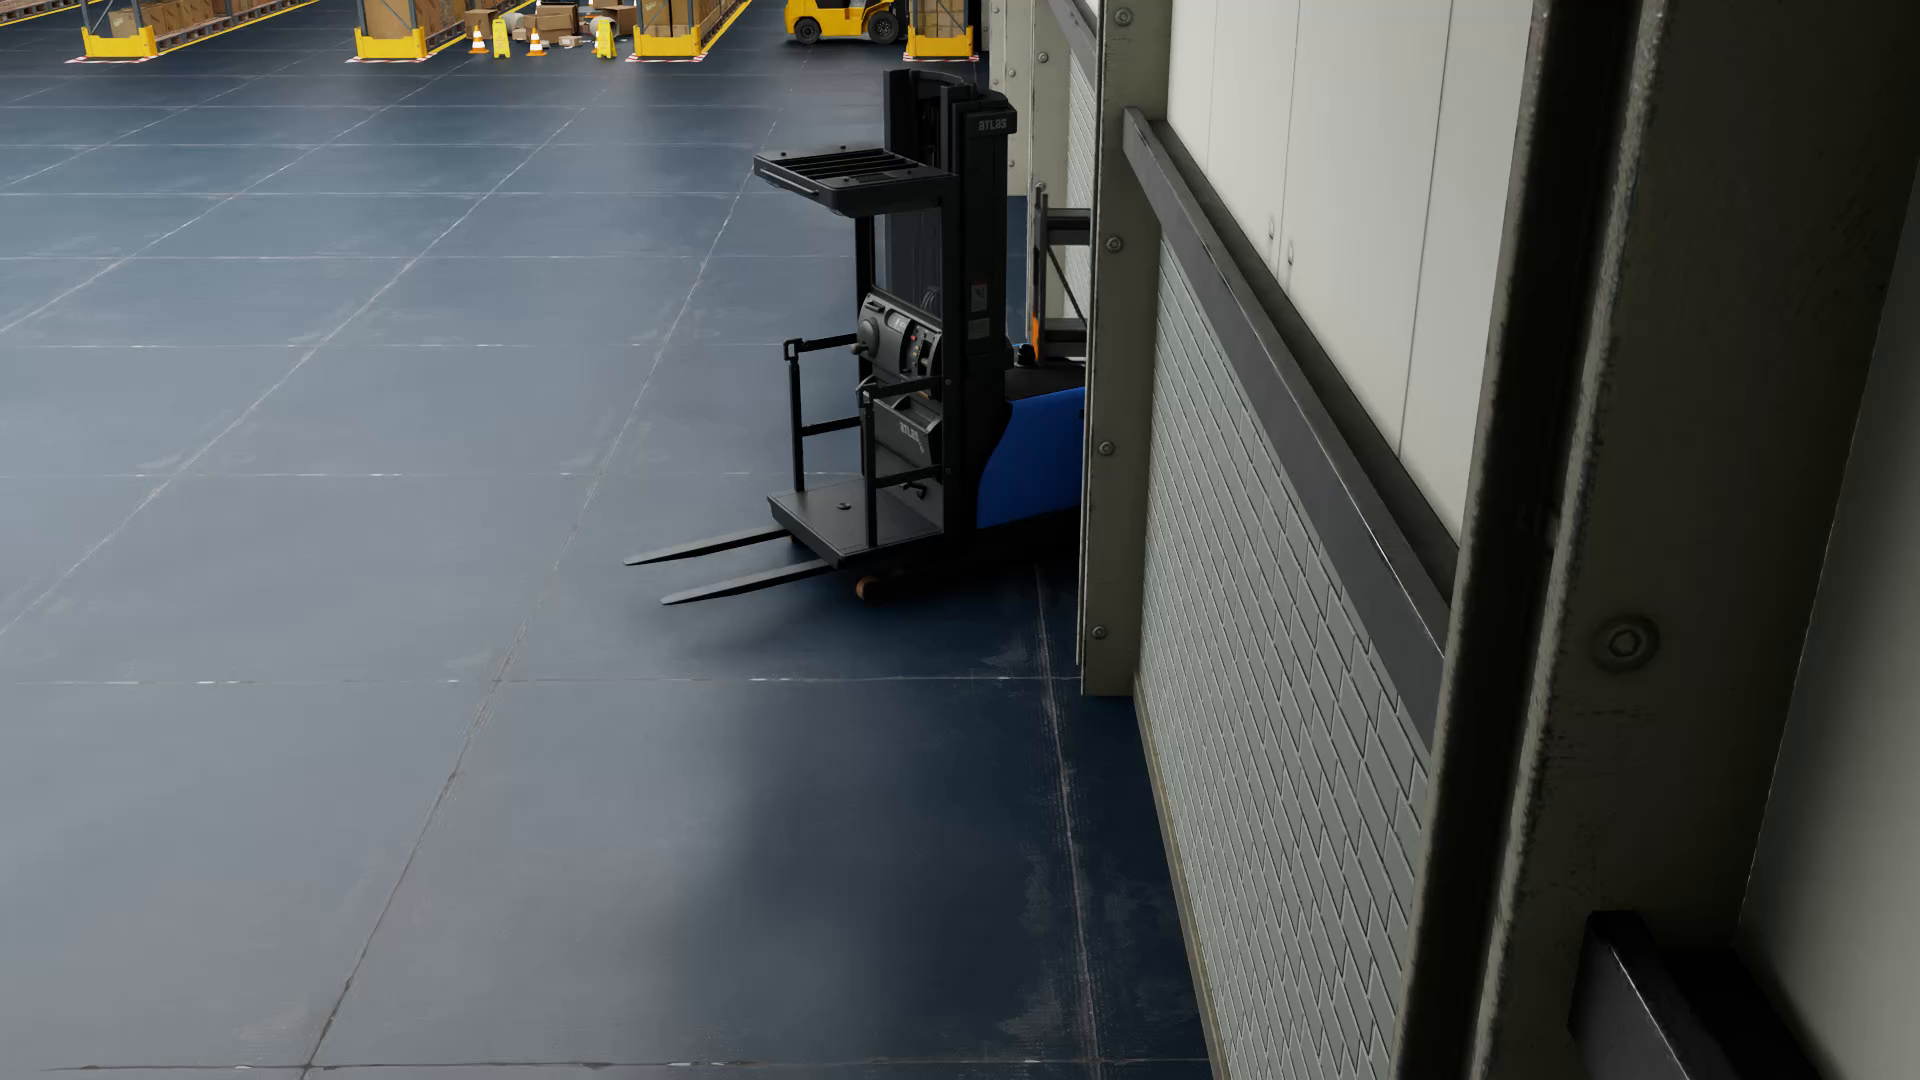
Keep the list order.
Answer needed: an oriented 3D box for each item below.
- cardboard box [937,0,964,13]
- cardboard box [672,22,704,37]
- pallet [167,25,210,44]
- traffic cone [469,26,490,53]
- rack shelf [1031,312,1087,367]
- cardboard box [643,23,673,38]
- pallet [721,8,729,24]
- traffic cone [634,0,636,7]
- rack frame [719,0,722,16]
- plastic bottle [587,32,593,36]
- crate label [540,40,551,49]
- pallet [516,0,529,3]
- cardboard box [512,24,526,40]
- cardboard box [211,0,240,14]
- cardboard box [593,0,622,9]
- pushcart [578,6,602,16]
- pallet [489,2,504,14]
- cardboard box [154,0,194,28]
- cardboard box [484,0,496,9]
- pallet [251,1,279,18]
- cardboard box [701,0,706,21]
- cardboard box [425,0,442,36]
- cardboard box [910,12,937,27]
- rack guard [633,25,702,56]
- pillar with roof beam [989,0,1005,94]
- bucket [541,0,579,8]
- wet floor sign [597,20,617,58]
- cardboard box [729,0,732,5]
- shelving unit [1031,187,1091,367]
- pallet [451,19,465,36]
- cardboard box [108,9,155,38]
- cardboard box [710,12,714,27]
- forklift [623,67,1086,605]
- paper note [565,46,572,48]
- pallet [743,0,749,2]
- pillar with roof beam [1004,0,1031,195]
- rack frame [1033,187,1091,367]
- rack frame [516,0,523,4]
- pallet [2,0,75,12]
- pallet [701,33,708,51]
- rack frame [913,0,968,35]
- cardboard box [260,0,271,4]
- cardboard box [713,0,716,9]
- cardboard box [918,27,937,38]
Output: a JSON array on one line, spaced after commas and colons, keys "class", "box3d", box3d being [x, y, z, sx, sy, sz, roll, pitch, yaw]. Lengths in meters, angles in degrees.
[{"class": "cardboard box", "box3d": [-0.167, -9.807, 30.407, 0.500, 0.250, 0.500, -1, 24, -1]}, {"class": "cardboard box", "box3d": [-5.046, -9.462, 30.859, 0.500, 0.250, 0.500, 0, 24, -1]}, {"class": "pallet", "box3d": [-15.208, -9.743, 32.036, 1.003, 0.211, 1.213, 0, 24, -1]}, {"class": "traffic cone", "box3d": [-8.849, -9.196, 30.520, 0.336, 0.463, 0.334, 0, 24, -1]}, {"class": "rack shelf", "box3d": [0.686, -1.173, 10.727, 0.431, 0.518, 0.480, 0, 17, -2]}, {"class": "cardboard box", "box3d": [-5.592, -9.470, 30.877, 0.500, 0.250, 0.500, 0, 24, -1]}, {"class": "pallet", "box3d": [-5.368, -10.889, 34.569, 1.003, 0.211, 1.213, 0, 24, -1]}, {"class": "traffic cone", "box3d": [-6.771, -11.187, 34.924, 0.336, 0.463, 0.334, 0, 24, -1]}, {"class": "rack frame", "box3d": [-5.358, -11.838, 33.285, 1.000, 3.000, 0.127, 0, 24, -1]}, {"class": "plastic bottle", "box3d": [-7.219, -9.959, 32.696, 0.133, 0.061, 0.283, 4, 25, 9]}, {"class": "crate label", "box3d": [-7.786, -9.236, 31.005, 0.250, 0.136, 0.298, -14, 28, -28]}, {"class": "pallet", "box3d": [-10.357, -12.474, 38.075, 1.003, 0.211, 1.213, 0, 24, -1]}, {"class": "cardboard box", "box3d": [-8.446, -9.829, 32.160, 0.396, 0.266, 0.258, 4, 25, 9]}, {"class": "cardboard box", "box3d": [-15.252, -11.109, 34.171, 0.700, 0.500, 0.500, -2, 24, -5]}, {"class": "cardboard box", "box3d": [-7.137, -11.024, 33.599, 0.500, 0.500, 0.500, 0, 24, -1]}, {"class": "pushcart", "box3d": [-7.637, -10.613, 33.757, 1.648, 0.377, 0.936, -9, 26, -19]}, {"class": "pallet", "box3d": [-10.406, -11.326, 35.535, 1.003, 0.211, 1.213, 0, 24, -1]}, {"class": "cardboard box", "box3d": [-15.204, -10.190, 32.164, 0.500, 0.500, 0.500, -2, 24, -5]}, {"class": "cardboard box", "box3d": [-10.410, -11.594, 34.965, 1.050, 0.750, 0.750, 0, 24, -1]}, {"class": "pallet", "box3d": [-15.293, -11.348, 35.585, 1.003, 0.211, 1.213, 0, 24, -1]}, {"class": "cardboard box", "box3d": [-5.057, -10.029, 31.202, 0.500, 0.500, 0.500, -1, 24, -3]}, {"class": "cardboard box", "box3d": [-10.348, -9.991, 31.270, 0.875, 0.875, 0.875, -1, 24, -1]}, {"class": "cardboard box", "box3d": [-0.669, -9.579, 30.511, 0.500, 0.250, 0.500, -1, 24, -1]}, {"class": "rack guard", "box3d": [-5.315, -9.083, 30.225, 1.175, 0.500, 0.348, 0, 24, -1]}, {"class": "pillar with roof beam", "box3d": [-3.696, -10.747, 23.591, 9.100, 9.000, 0.400, 0, 24, -1]}, {"class": "bucket", "box3d": [-7.999, -10.930, 33.404, 0.726, 0.611, 0.620, 8, 16, 18]}, {"class": "wet floor sign", "box3d": [-6.382, -9.034, 29.942, 0.267, 0.644, 0.232, 8, 26, 18]}, {"class": "cardboard box", "box3d": [-5.386, -11.631, 35.507, 0.950, 0.372, 0.625, 1, 24, 1]}, {"class": "shelving unit", "box3d": [0.686, -1.186, 10.723, 0.431, 2.100, 0.503, 0, 17, -2]}, {"class": "pallet", "box3d": [-10.376, -10.190, 33.025, 1.003, 0.211, 1.213, 0, 24, -1]}, {"class": "cardboard box", "box3d": [-15.214, -9.455, 30.540, 0.500, 0.500, 0.500, 4, 25, 9]}, {"class": "cardboard box", "box3d": [-5.066, -10.106, 32.281, 0.500, 0.250, 0.500, 0, 24, 0]}, {"class": "forklift", "box3d": [-0.543, -1.204, 9.855, 3.031, 2.935, 1.130, -14, 28, -28]}, {"class": "paper note", "box3d": [-7.315, -9.218, 31.094, 0.148, 0.019, 0.142, -9, 26, -19]}, {"class": "pallet", "box3d": [-5.335, -12.541, 38.223, 1.003, 0.211, 1.213, 0, 24, -1]}, {"class": "pillar with roof beam", "box3d": [-3.631, -8.274, 18.125, 9.100, 9.000, 0.400, 0, 24, -1]}, {"class": "rack frame", "box3d": [0.677, -1.257, 10.956, 0.400, 2.100, 0.015, 0, 17, -2]}, {"class": "rack frame", "box3d": [-10.350, -13.423, 36.788, 1.000, 3.000, 0.127, 0, 24, -1]}, {"class": "pallet", "box3d": [-20.294, -11.830, 36.650, 1.003, 0.211, 1.213, 0, 24, -1]}, {"class": "pallet", "box3d": [-5.288, -9.286, 31.025, 1.003, 0.211, 1.213, 0, 24, -1]}, {"class": "rack frame", "box3d": [-0.351, -10.214, 29.694, 1.000, 3.000, 0.127, 0, 24, -1]}, {"class": "cardboard box", "box3d": [-15.252, -11.766, 35.624, 0.700, 0.500, 0.500, 2, 24, 4]}, {"class": "cardboard box", "box3d": [-5.076, -10.666, 32.611, 0.500, 0.500, 0.500, 0, 24, 0]}, {"class": "cardboard box", "box3d": [-0.672, -9.345, 30.599, 0.500, 0.250, 0.500, 0, 24, 0]}]
